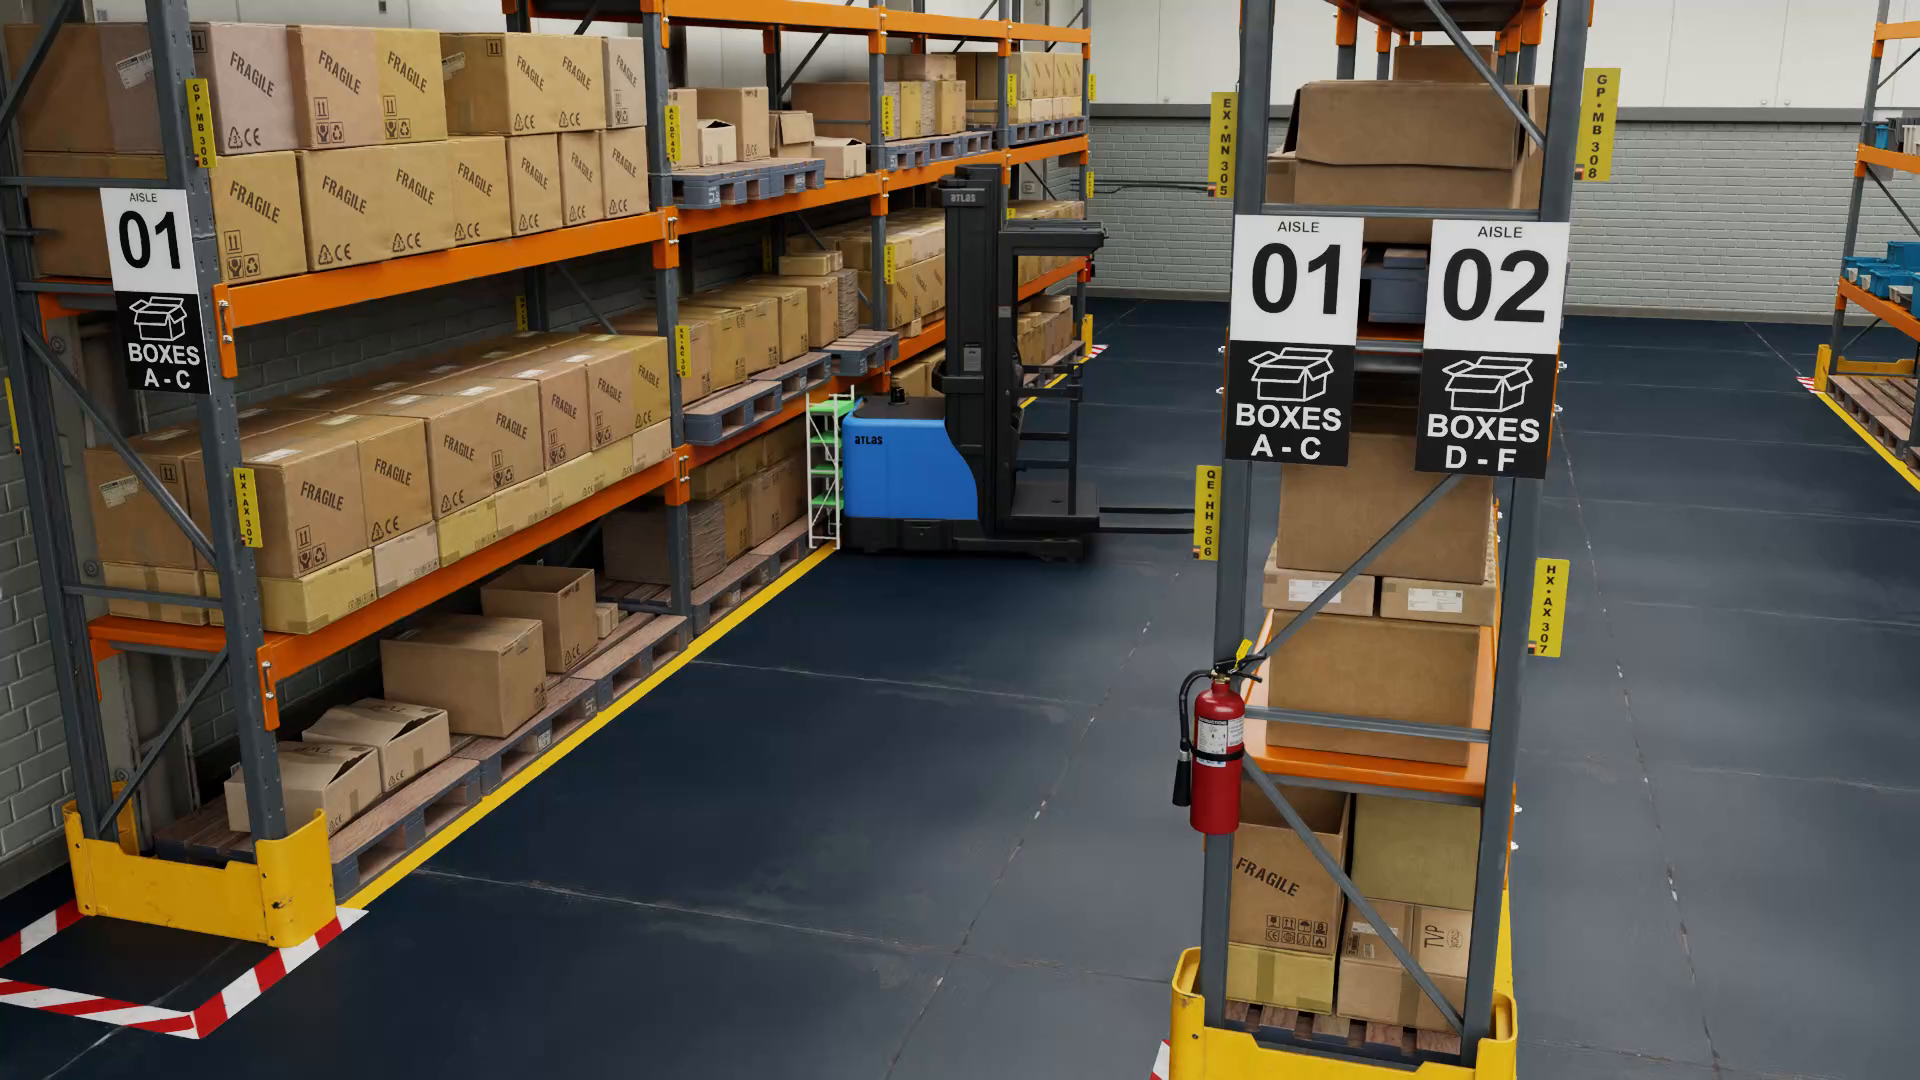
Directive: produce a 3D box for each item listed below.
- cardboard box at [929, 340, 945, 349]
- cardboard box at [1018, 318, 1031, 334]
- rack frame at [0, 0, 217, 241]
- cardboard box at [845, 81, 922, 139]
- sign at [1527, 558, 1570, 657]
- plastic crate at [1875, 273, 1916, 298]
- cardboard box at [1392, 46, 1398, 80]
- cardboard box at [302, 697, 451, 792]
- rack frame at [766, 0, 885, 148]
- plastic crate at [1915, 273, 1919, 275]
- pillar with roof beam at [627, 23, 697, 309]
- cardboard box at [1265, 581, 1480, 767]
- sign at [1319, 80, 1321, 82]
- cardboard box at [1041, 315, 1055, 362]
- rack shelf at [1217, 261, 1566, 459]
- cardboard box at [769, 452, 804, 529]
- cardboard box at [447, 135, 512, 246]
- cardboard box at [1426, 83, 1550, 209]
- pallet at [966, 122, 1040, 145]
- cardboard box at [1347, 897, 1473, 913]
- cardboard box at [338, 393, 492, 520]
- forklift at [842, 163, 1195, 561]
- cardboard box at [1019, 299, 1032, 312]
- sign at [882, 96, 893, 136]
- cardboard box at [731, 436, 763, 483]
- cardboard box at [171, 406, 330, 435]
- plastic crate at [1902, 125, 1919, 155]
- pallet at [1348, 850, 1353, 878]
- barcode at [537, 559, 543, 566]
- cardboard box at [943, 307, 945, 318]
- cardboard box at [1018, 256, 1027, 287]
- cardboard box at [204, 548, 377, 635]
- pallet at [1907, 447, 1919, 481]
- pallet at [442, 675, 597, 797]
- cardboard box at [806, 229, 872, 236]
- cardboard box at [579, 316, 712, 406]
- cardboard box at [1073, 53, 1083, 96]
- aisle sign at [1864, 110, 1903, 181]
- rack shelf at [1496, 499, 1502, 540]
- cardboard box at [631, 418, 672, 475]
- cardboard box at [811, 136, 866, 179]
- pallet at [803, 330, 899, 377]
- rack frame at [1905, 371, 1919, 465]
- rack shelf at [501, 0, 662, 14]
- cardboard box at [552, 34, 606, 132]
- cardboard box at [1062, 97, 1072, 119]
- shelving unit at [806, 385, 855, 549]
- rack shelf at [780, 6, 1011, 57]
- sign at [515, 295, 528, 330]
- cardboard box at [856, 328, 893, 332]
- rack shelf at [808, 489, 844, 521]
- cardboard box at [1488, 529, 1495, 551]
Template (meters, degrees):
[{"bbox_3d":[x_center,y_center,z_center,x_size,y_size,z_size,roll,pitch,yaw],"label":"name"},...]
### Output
[{"bbox_3d":[-0.294,-1.650,16.819,0.750,0.750,0.750,5,17,18],"label":"cardboard box"},{"bbox_3d":[0.599,-2.470,19.162,0.380,0.149,0.250,5,17,18],"label":"cardboard box"},{"bbox_3d":[-3.395,-2.642,6.152,1.000,3.000,0.127,5,16,16],"label":"rack frame"},{"bbox_3d":[-0.768,-3.969,15.339,0.700,0.500,0.500,6,17,19],"label":"cardboard box"},{"bbox_3d":[1.886,0.218,5.333,0.100,0.325,0.005,5,16,16],"label":"sign"},{"bbox_3d":[9.806,-2.660,17.406,0.416,0.233,0.300,5,16,16],"label":"plastic crate"},{"bbox_3d":[2.845,-2.662,9.850,0.500,0.500,0.500,6,17,21],"label":"cardboard box"},{"bbox_3d":[-2.950,1.003,8.417,0.500,0.311,0.500,6,17,20],"label":"cardboard box"},{"bbox_3d":[-1.121,-4.735,13.531,1.000,3.000,0.127,5,16,16],"label":"rack frame"},{"bbox_3d":[10.593,-2.848,18.246,0.396,0.136,0.243,5,16,16],"label":"plastic crate"},{"bbox_3d":[1.808,-4.128,11.391,9.100,9.000,0.400,5,16,16],"label":"pillar with roof beam"},{"bbox_3d":[1.501,0.458,6.033,0.700,0.500,0.500,5,16,16],"label":"cardboard box"},{"bbox_3d":[1.970,-2.302,8.926,0.100,0.325,0.005,5,16,16],"label":"sign"},{"bbox_3d":[0.765,-2.488,20.414,0.700,0.500,0.500,4,16,14],"label":"cardboard box"},{"bbox_3d":[1.924,-0.993,7.153,1.077,0.370,4.000,5,16,16],"label":"rack shelf"},{"bbox_3d":[-1.648,-0.407,13.043,0.700,0.500,0.500,5,16,16],"label":"cardboard box"},{"bbox_3d":[-2.597,-1.740,8.250,0.500,0.500,0.500,6,17,19],"label":"cardboard box"},{"bbox_3d":[2.090,-1.546,6.577,0.500,0.500,0.500,5,16,16],"label":"cardboard box"},{"bbox_3d":[0.258,-4.509,18.394,1.003,0.211,1.213,5,16,16],"label":"pallet"},{"bbox_3d":[1.860,1.494,6.833,0.500,0.250,0.500,5,16,16],"label":"cardboard box"},{"bbox_3d":[-2.668,-0.419,8.172,0.500,0.500,0.500,4,16,14],"label":"cardboard box"},{"bbox_3d":[0.625,-1.397,12.885,3.031,2.935,1.130,1,16,4],"label":"forklift"},{"bbox_3d":[0.678,-2.912,20.723,0.380,0.149,0.250,5,17,16],"label":"cardboard box"},{"bbox_3d":[-0.601,-3.498,13.719,0.100,0.325,0.005,5,16,16],"label":"sign"},{"bbox_3d":[-1.798,-0.618,12.410,0.500,0.250,0.500,4,16,14],"label":"cardboard box"},{"bbox_3d":[-3.312,-0.324,7.840,0.500,0.500,0.500,5,17,17],"label":"cardboard box"},{"bbox_3d":[9.725,-4.003,16.667,0.437,0.282,0.530,5,16,16],"label":"plastic crate"},{"bbox_3d":[1.882,1.448,7.838,1.003,0.211,1.213,5,16,16],"label":"pallet"},{"bbox_3d":[-2.641,0.158,10.465,0.001,0.075,0.075,5,16,16],"label":"barcode"},{"bbox_3d":[-0.299,-2.276,16.280,0.380,0.149,0.250,5,17,18],"label":"cardboard box"},{"bbox_3d":[0.185,-3.180,18.494,0.980,0.700,0.700,5,17,17],"label":"cardboard box"},{"bbox_3d":[-2.951,0.204,7.351,0.500,0.250,0.500,4,16,14],"label":"cardboard box"},{"bbox_3d":[9.255,-0.587,15.011,1.003,0.211,1.213,5,16,16],"label":"pallet"},{"bbox_3d":[-2.760,1.038,9.282,1.003,0.211,1.213,5,16,16],"label":"pallet"},{"bbox_3d":[-1.090,-2.684,15.156,0.500,0.250,0.500,4,16,14],"label":"cardboard box"},{"bbox_3d":[-2.081,-1.192,11.046,0.700,0.500,0.500,5,16,16],"label":"cardboard box"},{"bbox_3d":[1.206,-5.711,20.417,0.500,0.500,0.500,5,16,16],"label":"cardboard box"},{"bbox_3d":[10.387,-4.466,18.813,0.394,0.787,0.004,5,16,16],"label":"aisle sign"},{"bbox_3d":[3.061,-0.596,11.252,1.077,0.370,4.000,5,16,16],"label":"rack shelf"},{"bbox_3d":[-2.102,-0.592,10.158,0.500,0.250,0.500,5,16,16],"label":"cardboard box"},{"bbox_3d":[-1.067,-3.049,13.212,0.500,0.311,0.500,5,16,16],"label":"cardboard box"},{"bbox_3d":[-1.221,-1.562,13.689,1.213,0.211,1.003,5,16,16],"label":"pallet"},{"bbox_3d":[9.514,-2.127,15.330,1.000,3.000,0.127,5,16,16],"label":"rack frame"},{"bbox_3d":[-2.826,-2.817,8.095,1.077,0.370,4.000,5,16,16],"label":"rack shelf"},{"bbox_3d":[-2.287,-2.487,9.050,0.500,0.500,0.500,6,17,19],"label":"cardboard box"},{"bbox_3d":[1.052,-5.214,20.040,0.500,0.250,0.500,4,16,14],"label":"cardboard box"},{"bbox_3d":[-0.996,-0.575,12.917,0.258,1.200,0.503,3,13,11],"label":"shelving unit"},{"bbox_3d":[-0.553,-4.719,15.528,1.077,0.370,4.000,5,16,16],"label":"rack shelf"},{"bbox_3d":[-2.791,-1.401,10.650,0.100,0.325,0.005,5,16,16],"label":"sign"},{"bbox_3d":[-0.805,-1.805,14.621,0.380,0.149,0.250,4,16,15],"label":"cardboard box"},{"bbox_3d":[-0.995,-0.279,12.987,0.258,0.148,0.480,3,13,11],"label":"rack shelf"},{"bbox_3d":[1.819,0.047,6.294,0.380,0.149,0.250,5,16,16],"label":"cardboard box"}]
